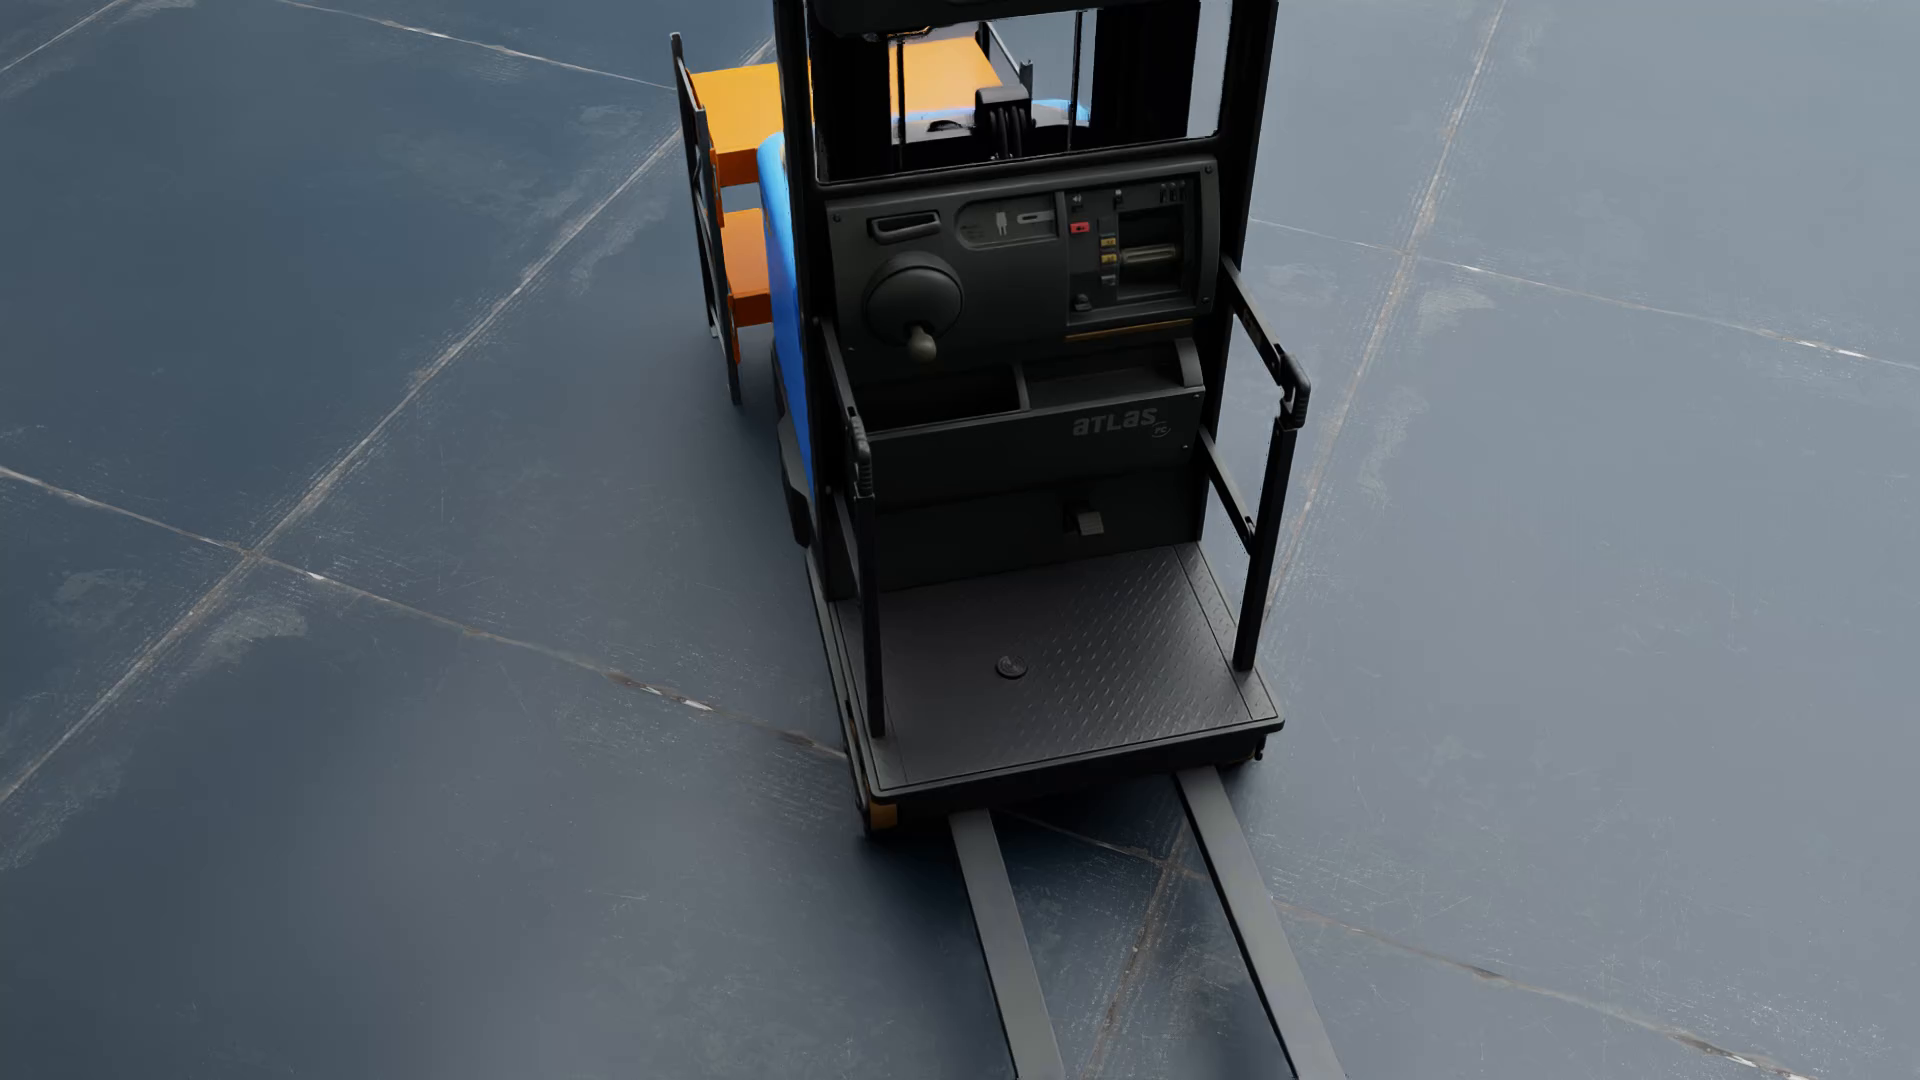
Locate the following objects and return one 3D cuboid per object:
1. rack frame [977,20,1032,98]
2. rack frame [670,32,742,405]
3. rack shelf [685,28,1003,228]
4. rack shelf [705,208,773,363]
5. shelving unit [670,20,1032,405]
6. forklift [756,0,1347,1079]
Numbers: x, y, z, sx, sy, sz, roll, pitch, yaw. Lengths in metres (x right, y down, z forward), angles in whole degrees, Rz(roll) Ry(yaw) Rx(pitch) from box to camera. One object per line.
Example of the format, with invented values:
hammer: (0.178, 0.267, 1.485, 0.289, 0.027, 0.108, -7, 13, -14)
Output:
rack frame: (0.142, -1.235, 5.690, 0.032, 1.125, 0.500, -11, 45, -11)
rack frame: (-0.835, -1.037, 5.491, 0.032, 1.125, 0.500, -11, 45, -11)
rack shelf: (-0.347, -1.346, 5.386, 1.000, 0.278, 0.538, -11, 45, -11)
rack shelf: (-0.346, -0.961, 5.762, 1.000, 0.278, 0.538, -11, 45, -11)
shelving unit: (-0.346, -1.136, 5.591, 1.048, 1.125, 0.538, -11, 45, -11)
forklift: (0.208, -0.561, 3.736, 1.130, 2.935, 3.031, -9, 46, -9)
